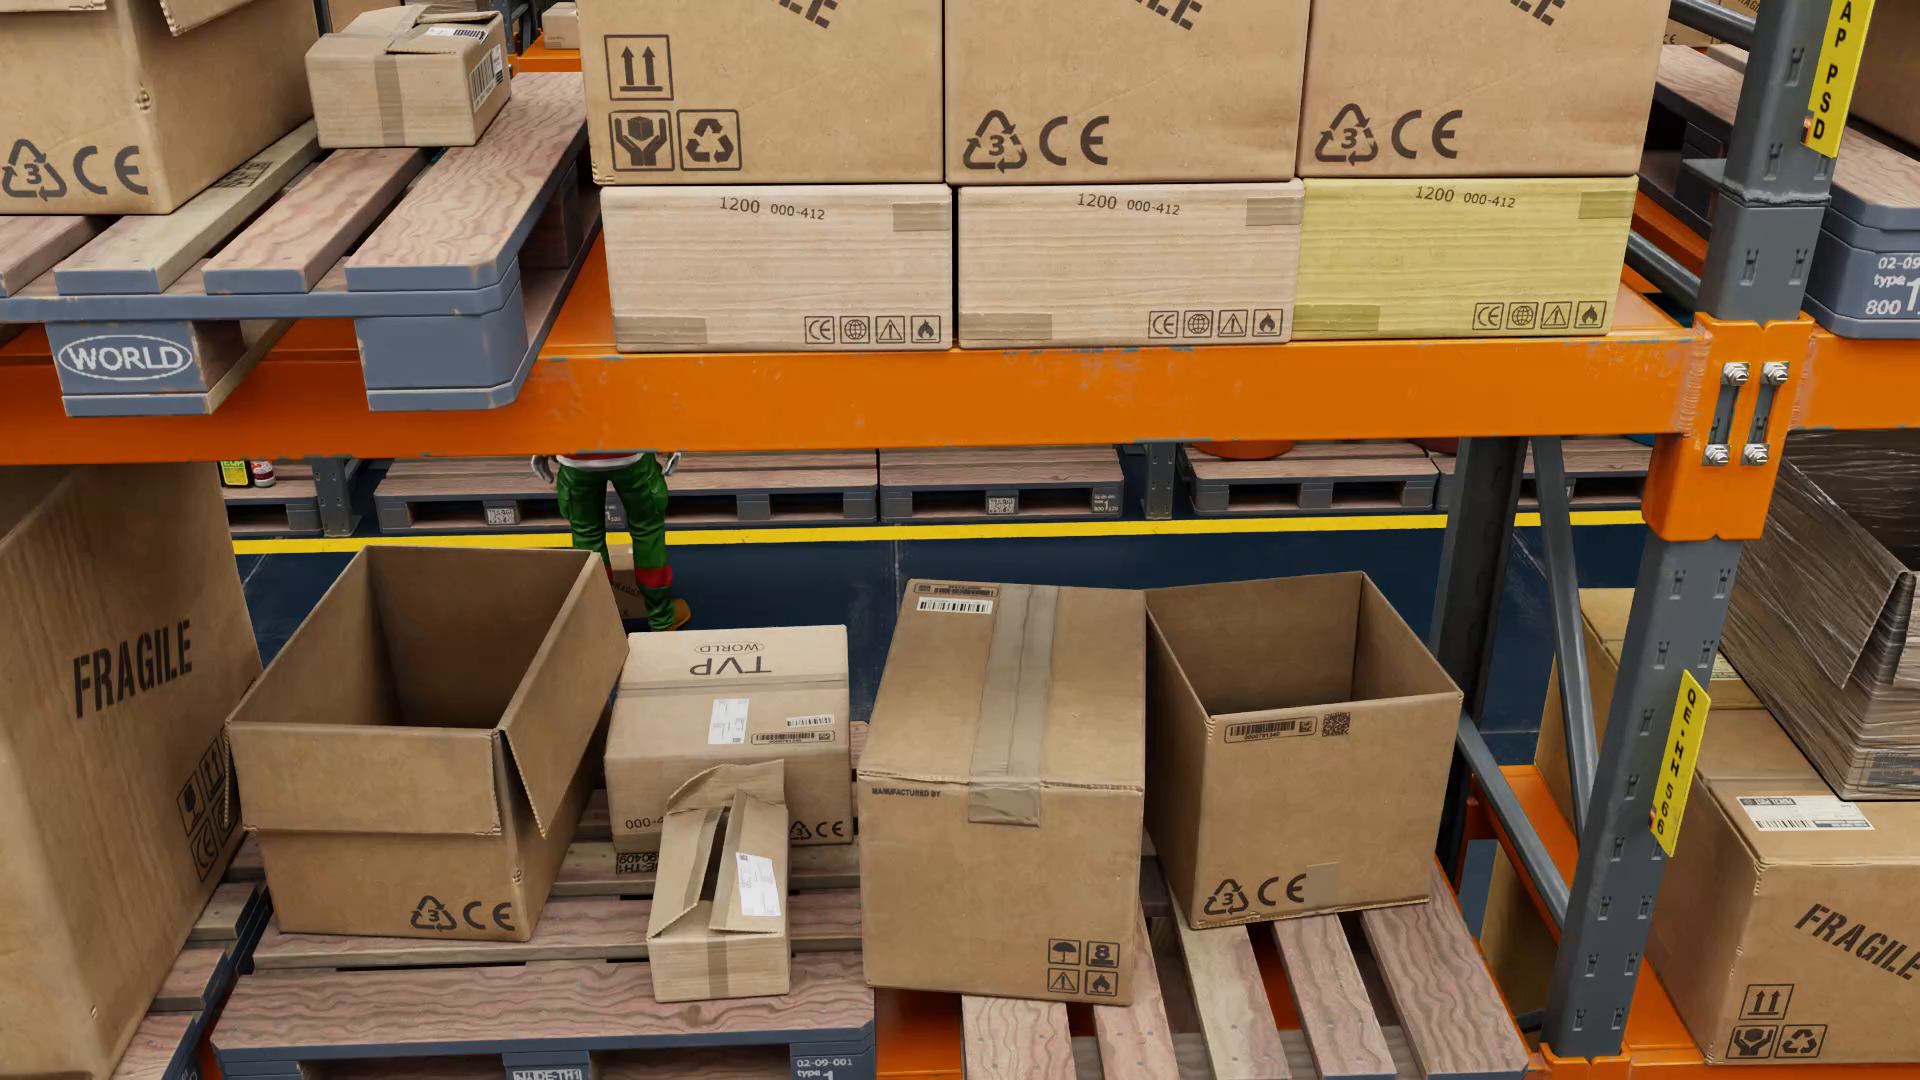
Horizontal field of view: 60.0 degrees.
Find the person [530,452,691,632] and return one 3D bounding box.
[{"bbox_3d":[-1.467,-0.389,6.858,0.611,1.778,0.451,-3,27,-6],"label":"person"}]
